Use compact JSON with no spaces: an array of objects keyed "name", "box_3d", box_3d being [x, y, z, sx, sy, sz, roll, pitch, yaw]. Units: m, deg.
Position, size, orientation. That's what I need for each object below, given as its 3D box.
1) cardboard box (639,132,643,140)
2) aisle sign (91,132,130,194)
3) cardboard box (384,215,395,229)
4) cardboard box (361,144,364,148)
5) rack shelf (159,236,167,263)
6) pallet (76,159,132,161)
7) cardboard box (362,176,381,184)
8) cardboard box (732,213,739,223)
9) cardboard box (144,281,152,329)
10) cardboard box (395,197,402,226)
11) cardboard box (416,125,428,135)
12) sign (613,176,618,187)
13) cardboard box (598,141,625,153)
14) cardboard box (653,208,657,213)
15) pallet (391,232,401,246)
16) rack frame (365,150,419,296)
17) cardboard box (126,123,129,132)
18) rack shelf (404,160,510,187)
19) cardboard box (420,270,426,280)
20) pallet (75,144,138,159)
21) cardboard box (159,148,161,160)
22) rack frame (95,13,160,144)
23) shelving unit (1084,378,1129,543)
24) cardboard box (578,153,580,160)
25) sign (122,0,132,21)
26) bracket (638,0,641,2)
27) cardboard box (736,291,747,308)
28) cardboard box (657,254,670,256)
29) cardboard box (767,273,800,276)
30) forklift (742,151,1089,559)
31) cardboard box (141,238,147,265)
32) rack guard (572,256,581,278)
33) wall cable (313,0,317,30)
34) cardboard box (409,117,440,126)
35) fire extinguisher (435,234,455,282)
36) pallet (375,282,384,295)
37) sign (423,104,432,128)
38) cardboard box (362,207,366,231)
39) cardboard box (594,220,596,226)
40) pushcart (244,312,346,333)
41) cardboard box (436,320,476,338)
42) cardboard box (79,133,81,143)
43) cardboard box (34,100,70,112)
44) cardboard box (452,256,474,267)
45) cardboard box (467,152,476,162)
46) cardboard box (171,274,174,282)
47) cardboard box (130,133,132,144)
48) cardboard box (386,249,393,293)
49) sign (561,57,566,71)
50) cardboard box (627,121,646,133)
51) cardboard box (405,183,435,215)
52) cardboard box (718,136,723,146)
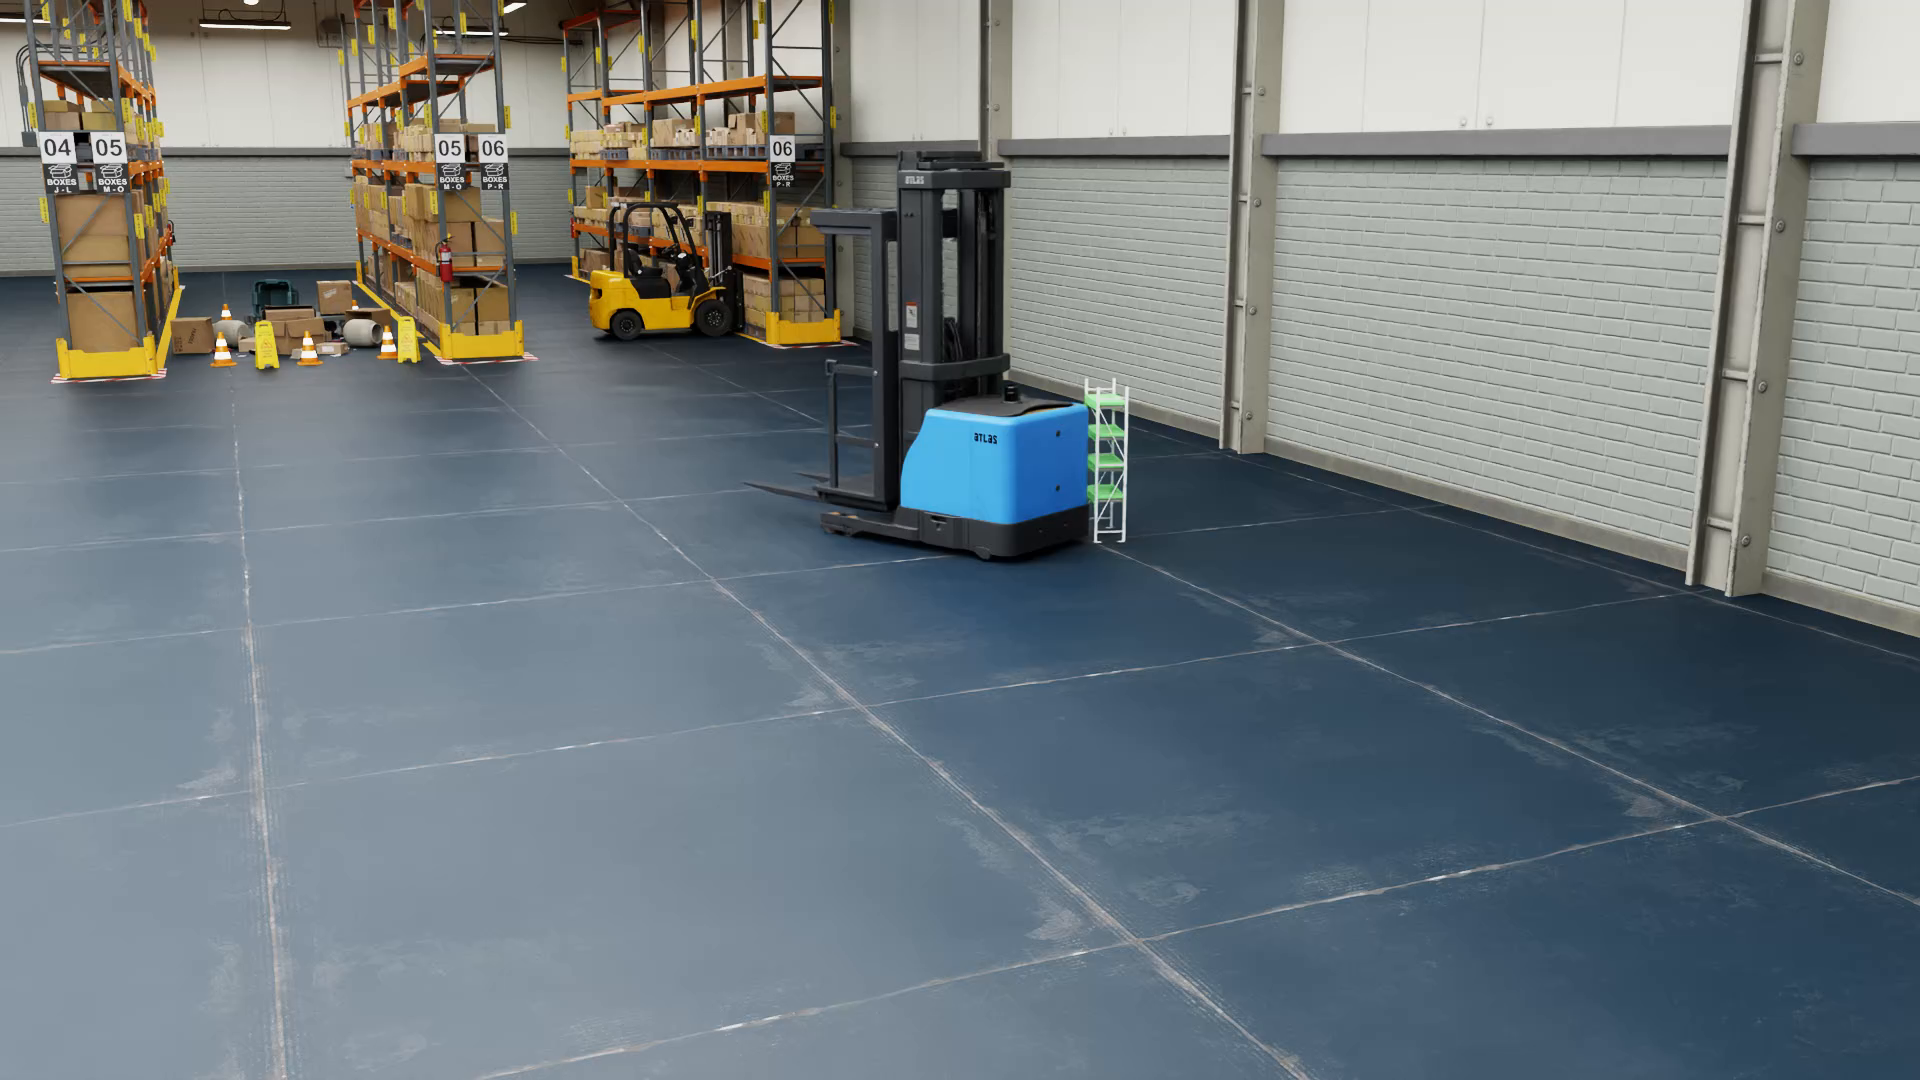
[{"name":"cardboard box","box_3d":[-6.274,-8.164,33.629,0.380,0.149,0.250,-6,14,-25]},{"name":"aisle sign","box_3d":[-11.238,-4.987,22.001,0.394,0.787,0.004,-6,14,-23]},{"name":"cardboard box","box_3d":[-10.677,-6.077,31.697,0.500,0.250,0.500,-6,14,-23]},{"name":"cardboard box","box_3d":[-12.508,-8.405,35.287,0.380,0.149,0.250,-5,14,-22]},{"name":"rack shelf","box_3d":[-15.547,-5.424,31.248,1.077,0.370,4.000,-6,14,-23]},{"name":"pallet","box_3d":[-13.556,-6.088,26.293,0.805,0.209,1.217,-6,14,-25]},{"name":"cardboard box","box_3d":[-12.834,-7.861,36.307,0.380,0.149,0.250,-6,14,-23]},{"name":"cardboard box","box_3d":[-3.614,-5.406,27.913,0.380,0.149,0.250,-6,14,-24]},{"name":"cardboard box","box_3d":[-13.474,-3.763,26.536,1.050,0.750,0.750,-6,14,-23]},{"name":"cardboard box","box_3d":[-9.848,-5.897,29.885,0.500,0.500,0.500,-5,14,-22]},{"name":"cardboard box","box_3d":[-8.097,-6.261,25.405,0.380,0.149,0.250,-5,14,-22]},{"name":"sign","box_3d":[-8.392,-8.695,40.518,0.100,0.325,0.005,-6,14,-23]},{"name":"cardboard box","box_3d":[-7.729,-8.715,36.893,0.500,0.250,0.500,-6,14,-23]},{"name":"cardboard box","box_3d":[-5.846,-6.550,32.860,0.380,0.149,0.250,-5,14,-21]},{"name":"pallet","box_3d":[-9.867,-5.598,30.830,1.213,0.211,1.003,-6,14,-23]},{"name":"rack frame","box_3d":[-11.853,-6.655,34.974,1.000,3.000,0.127,-6,14,-23]},{"name":"cardboard box","box_3d":[-11.704,-5.722,22.810,0.500,0.250,0.500,-6,14,-24]},{"name":"rack shelf","box_3d":[-7.847,-5.700,25.790,1.077,0.370,4.000,-6,14,-23]},{"name":"cardboard box","box_3d":[-8.457,-4.266,26.713,0.380,0.149,0.250,-5,14,-21]},{"name":"pallet","box_3d":[-12.825,-5.783,24.748,1.003,0.211,1.213,-6,14,-23]},{"name":"cardboard box","box_3d":[-16.897,-8.016,34.531,0.500,0.250,0.500,-5,14,-20]},{"name":"rack frame","box_3d":[-17.950,-9.937,35.846,1.000,3.000,0.127,-6,14,-23]},{"name":"shelving unit","box_3d":[1.124,-0.622,12.896,0.258,1.200,0.503,-1,13,-6]},{"name":"cardboard box","box_3d":[-8.772,-9.016,39.078,0.380,0.149,0.250,-5,14,-22]},{"name":"sign","box_3d":[-12.625,-8.035,25.206,0.100,0.325,0.005,-6,14,-23]},{"name":"bracket","box_3d":[-6.918,-11.888,36.296,0.235,0.232,0.430,-6,14,-23]},{"name":"cardboard box","box_3d":[-3.398,-4.016,27.626,0.500,0.250,0.500,-6,14,-24]},{"name":"cardboard box","box_3d":[-6.194,-5.979,35.226,0.380,0.149,0.250,-6,14,-23]},{"name":"cardboard box","box_3d":[-2.912,-4.301,27.750,0.500,0.250,0.500,-6,14,-23]},{"name":"forklift","box_3d":[-0.466,-1.537,13.012,3.031,2.935,1.130,11,17,39]},{"name":"cardboard box","box_3d":[-12.743,-4.421,24.987,0.875,0.550,0.550,-6,14,-23]},{"name":"rack guard","box_3d":[-8.878,-6.697,40.699,1.175,0.500,0.348,-6,14,-23]},{"name":"wall cable","box_3d":[-17.409,-14.337,41.553,2.355,3.000,0.029,-6,14,-23]},{"name":"cardboard box","box_3d":[-8.997,-6.947,27.875,0.500,0.250,0.500,-5,14,-22]},{"name":"fire extinguisher","box_3d":[-7.422,-4.073,23.989,0.296,0.674,0.183,-6,14,-23]},{"name":"pallet","box_3d":[-12.086,-5.461,35.998,1.003,0.211,1.213,-6,14,-23]},{"name":"sign","box_3d":[-7.562,-6.023,23.625,0.100,0.325,0.005,-6,14,-23]},{"name":"cardboard box","box_3d":[-12.699,-6.985,36.177,0.500,0.500,0.500,-6,14,-24]},{"name":"cardboard box","box_3d":[-8.267,-7.346,38.513,0.380,0.149,0.250,-6,14,-23]},{"name":"pushcart","box_3d":[-10.717,-3.509,27.194,1.648,0.377,0.936,-12,18,-42]},{"name":"cardboard box","box_3d":[-7.626,-3.189,25.163,0.500,0.250,0.500,-6,14,-23]},{"name":"cardboard box","box_3d":[-12.595,-5.654,23.398,0.380,0.149,0.250,-5,14,-22]},{"name":"cardboard box","box_3d":[-11.987,-5.728,21.950,0.380,0.149,0.250,-5,14,-22]},{"name":"cardboard box","box_3d":[-7.392,-4.112,24.541,0.380,0.149,0.250,-5,14,-21]},{"name":"cardboard box","box_3d":[-7.068,-5.659,24.574,0.380,0.149,0.250,-6,14,-25]},{"name":"cardboard box","box_3d":[-17.352,-5.696,36.218,0.380,0.149,0.250,-5,14,-21]},{"name":"cardboard box","box_3d":[-11.890,-5.661,23.429,0.380,0.149,0.250,-6,14,-23]},{"name":"cardboard box","box_3d":[-11.162,-5.518,33.841,0.875,0.875,0.875,-5,14,-21]},{"name":"sign","box_3d":[-9.406,-11.298,39.483,0.100,0.325,0.005,-6,14,-23]},{"name":"cardboard box","box_3d":[-6.985,-8.935,35.996,0.396,0.266,0.258,-6,14,-23]},{"name":"cardboard box","box_3d":[-8.671,-5.573,27.198,0.700,0.500,0.500,-6,14,-24]},{"name":"cardboard box","box_3d":[-3.892,-6.765,28.199,0.380,0.149,0.250,-5,14,-21]}]
